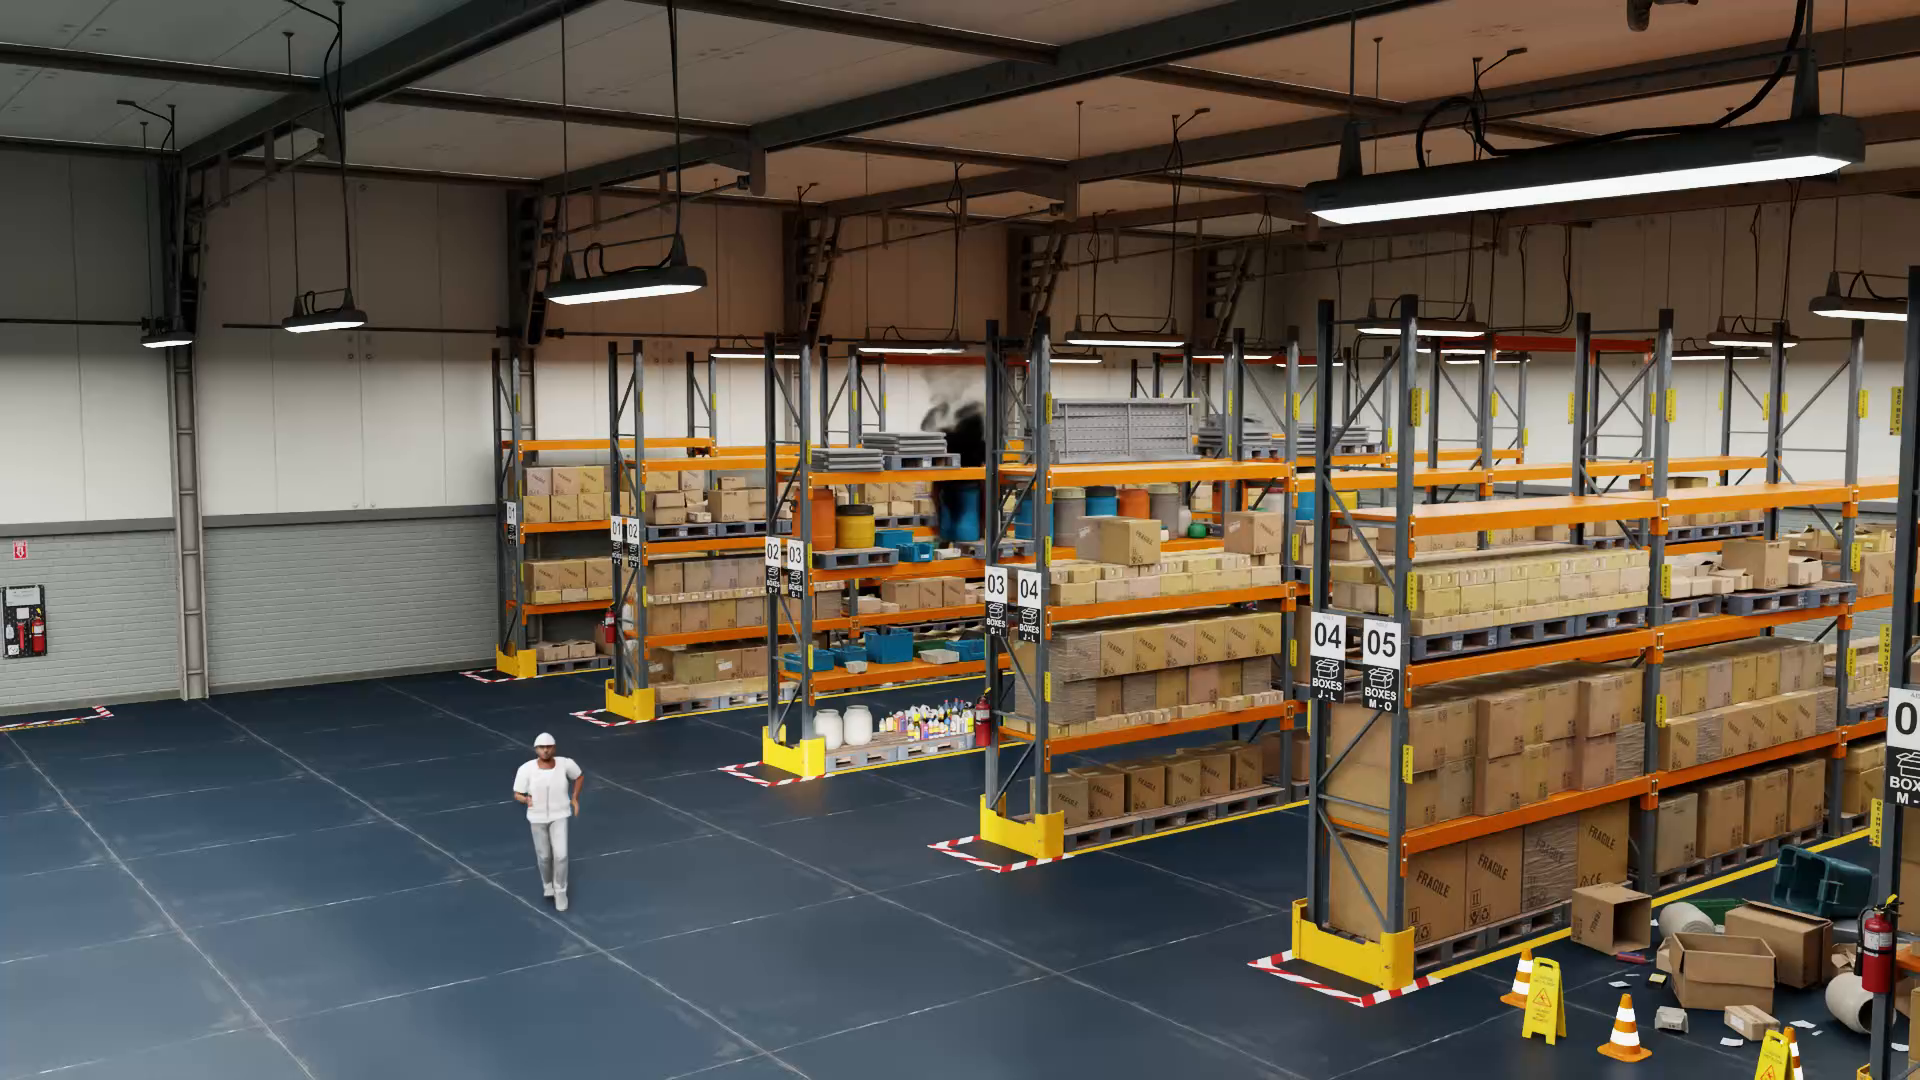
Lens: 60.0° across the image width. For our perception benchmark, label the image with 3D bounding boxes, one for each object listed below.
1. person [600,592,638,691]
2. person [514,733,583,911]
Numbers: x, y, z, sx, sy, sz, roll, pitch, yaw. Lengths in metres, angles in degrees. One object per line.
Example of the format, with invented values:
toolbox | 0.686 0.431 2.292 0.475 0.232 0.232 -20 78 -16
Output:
person | -5.702 1.783 28.510 0.959 1.787 0.733 -4 6 -38
person | -4.142 2.830 16.711 0.654 1.806 0.738 -1 5 -10
